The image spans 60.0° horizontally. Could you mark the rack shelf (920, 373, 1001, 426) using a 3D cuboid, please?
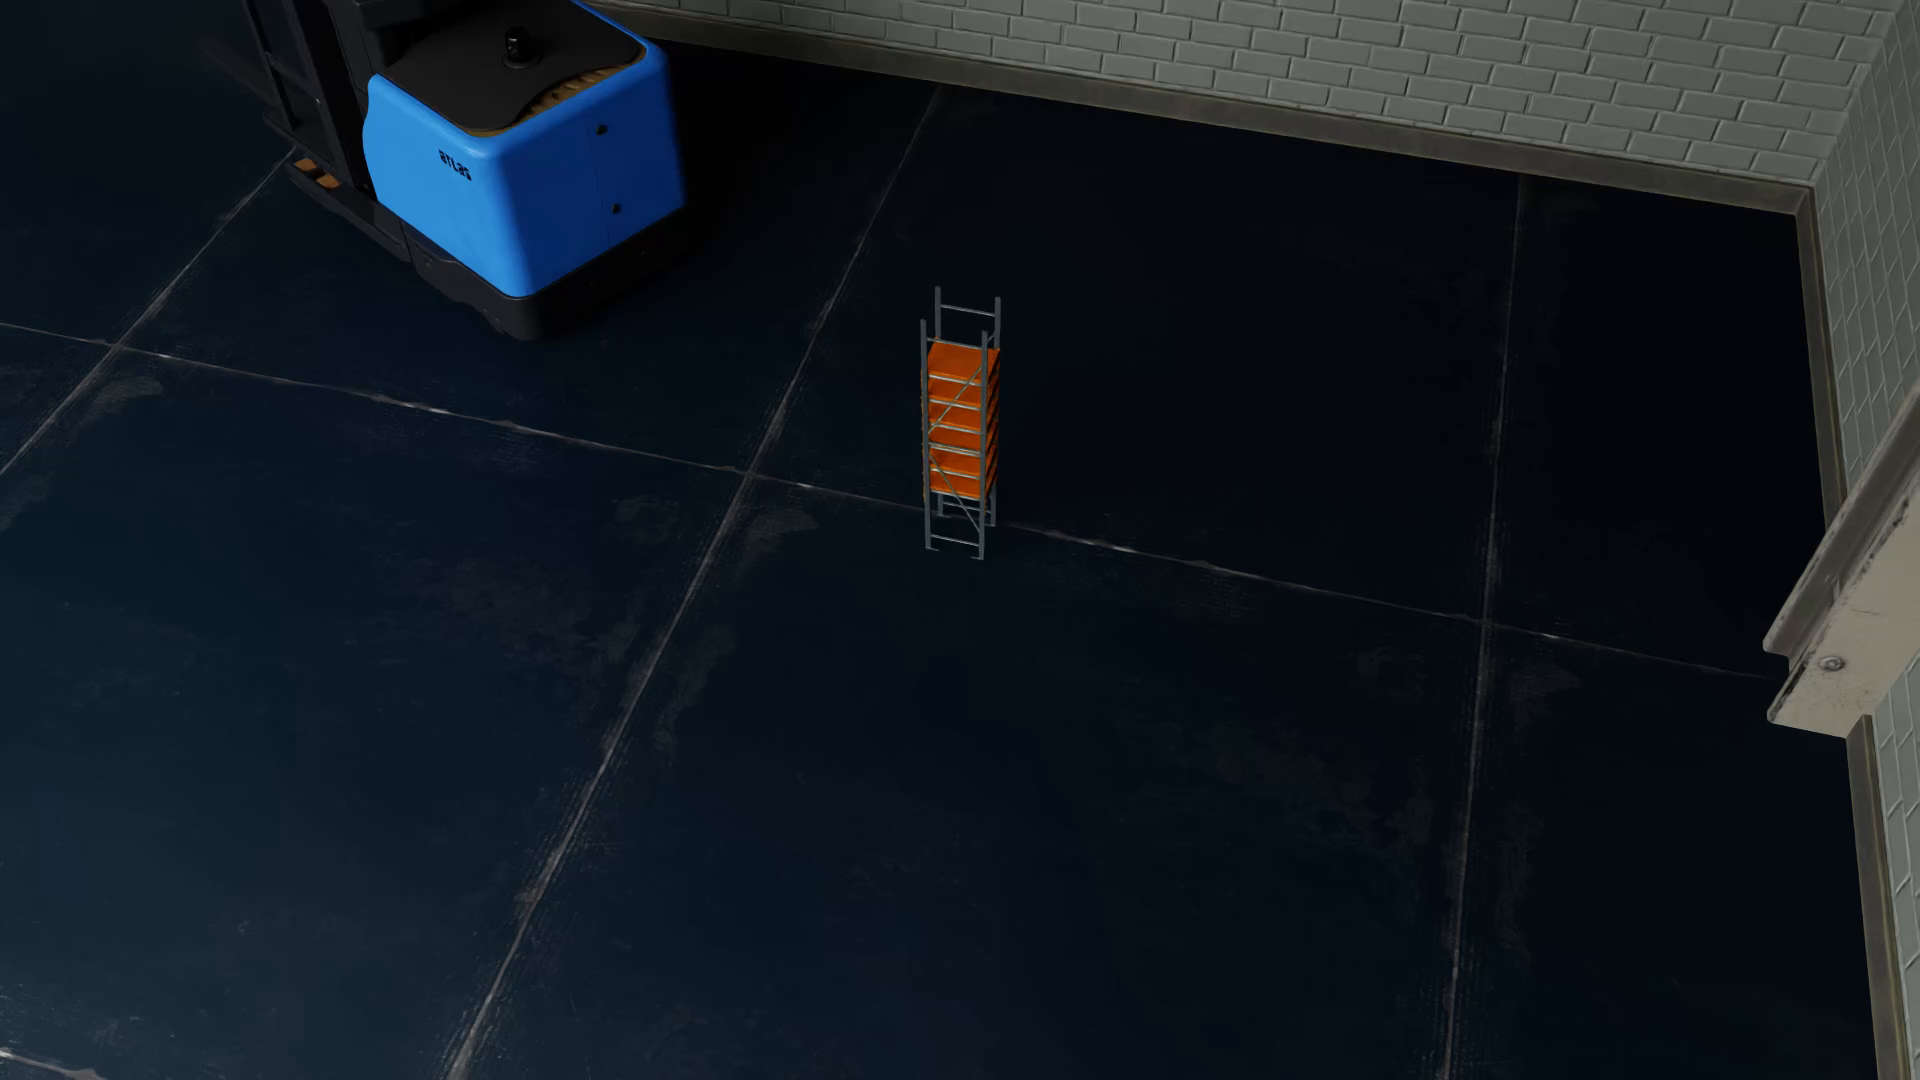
[{"bbox_3d":[0.004,-0.537,6.082,0.258,0.103,0.180,12,50,10],"label":"rack shelf"}]

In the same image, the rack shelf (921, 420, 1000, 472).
[{"bbox_3d":[0.004,-0.378,6.262,0.258,0.103,0.180,12,50,10],"label":"rack shelf"}]

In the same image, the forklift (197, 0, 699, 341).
[{"bbox_3d":[-2.649,-2.831,7.213,3.031,2.935,1.130,35,57,27],"label":"forklift"}]

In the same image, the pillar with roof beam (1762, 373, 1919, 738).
[{"bbox_3d":[-0.999,-3.275,3.557,9.100,9.000,0.400,12,50,10],"label":"pillar with roof beam"}]

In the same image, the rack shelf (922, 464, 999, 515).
[{"bbox_3d":[0.004,-0.219,6.442,0.258,0.103,0.180,12,50,10],"label":"rack shelf"}]

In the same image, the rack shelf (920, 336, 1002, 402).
[{"bbox_3d":[0.004,-0.616,5.992,0.258,0.103,0.180,12,50,10],"label":"rack shelf"}]

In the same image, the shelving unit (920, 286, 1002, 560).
[{"bbox_3d":[0.004,-0.408,6.228,0.258,1.200,0.189,12,50,10],"label":"shelving unit"}]

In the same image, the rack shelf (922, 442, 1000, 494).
[{"bbox_3d":[0.004,-0.299,6.352,0.258,0.103,0.180,12,50,10],"label":"rack shelf"}]

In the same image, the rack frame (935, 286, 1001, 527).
[{"bbox_3d":[0.028,-0.474,6.287,0.240,1.200,0.006,12,50,10],"label":"rack frame"}]

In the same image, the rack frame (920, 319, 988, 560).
[{"bbox_3d":[-0.020,-0.341,6.170,0.240,1.200,0.006,12,50,10],"label":"rack frame"}]

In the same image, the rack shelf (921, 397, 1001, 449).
[{"bbox_3d":[0.004,-0.458,6.172,0.258,0.103,0.180,12,50,10],"label":"rack shelf"}]
